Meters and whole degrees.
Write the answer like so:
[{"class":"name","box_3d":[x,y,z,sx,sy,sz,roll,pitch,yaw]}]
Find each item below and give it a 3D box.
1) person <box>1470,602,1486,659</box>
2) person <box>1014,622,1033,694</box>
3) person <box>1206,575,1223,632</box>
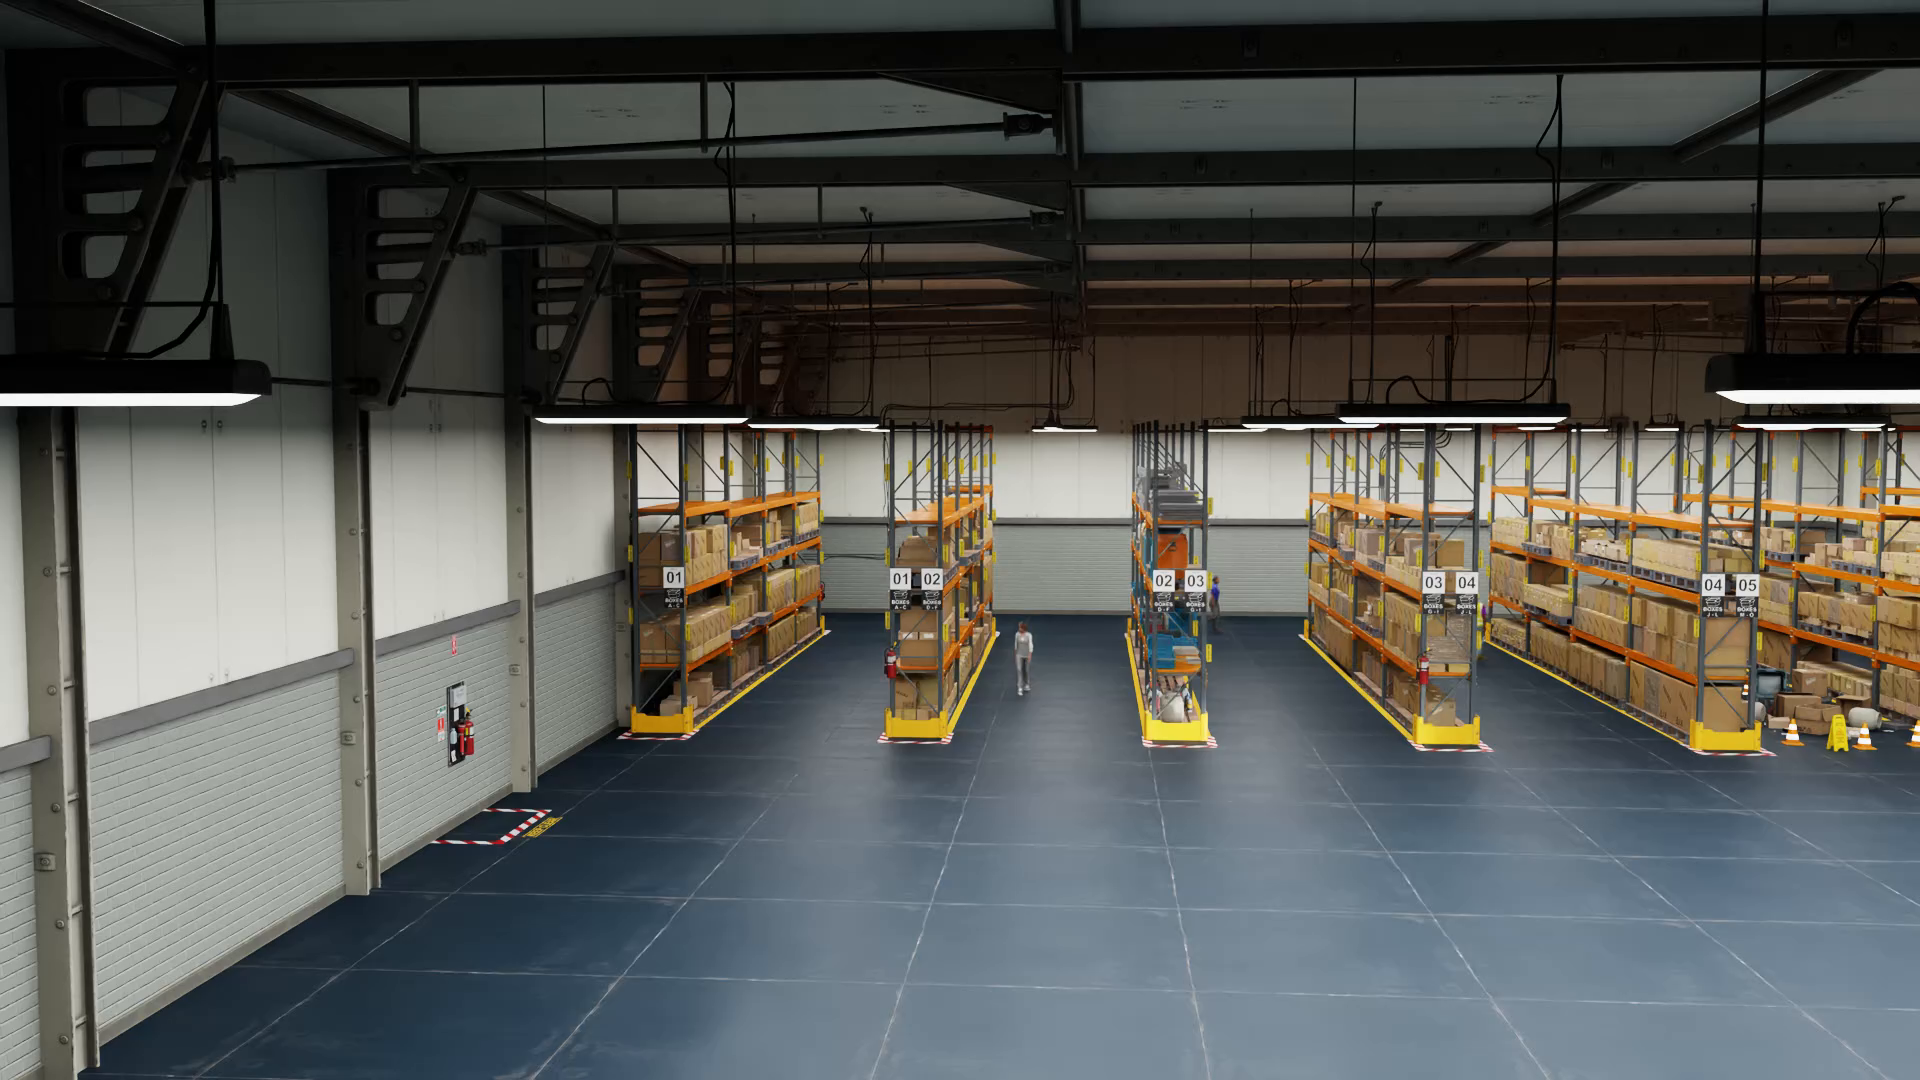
[{"class":"person","box_3d":[13.022,2.184,42.108,0.594,1.765,0.548,0,4,5]},{"class":"person","box_3d":[1.404,2.593,36.794,0.434,1.561,0.869,0,4,8]},{"class":"person","box_3d":[7.310,1.842,48.129,0.589,1.651,0.499,1,4,21]}]
